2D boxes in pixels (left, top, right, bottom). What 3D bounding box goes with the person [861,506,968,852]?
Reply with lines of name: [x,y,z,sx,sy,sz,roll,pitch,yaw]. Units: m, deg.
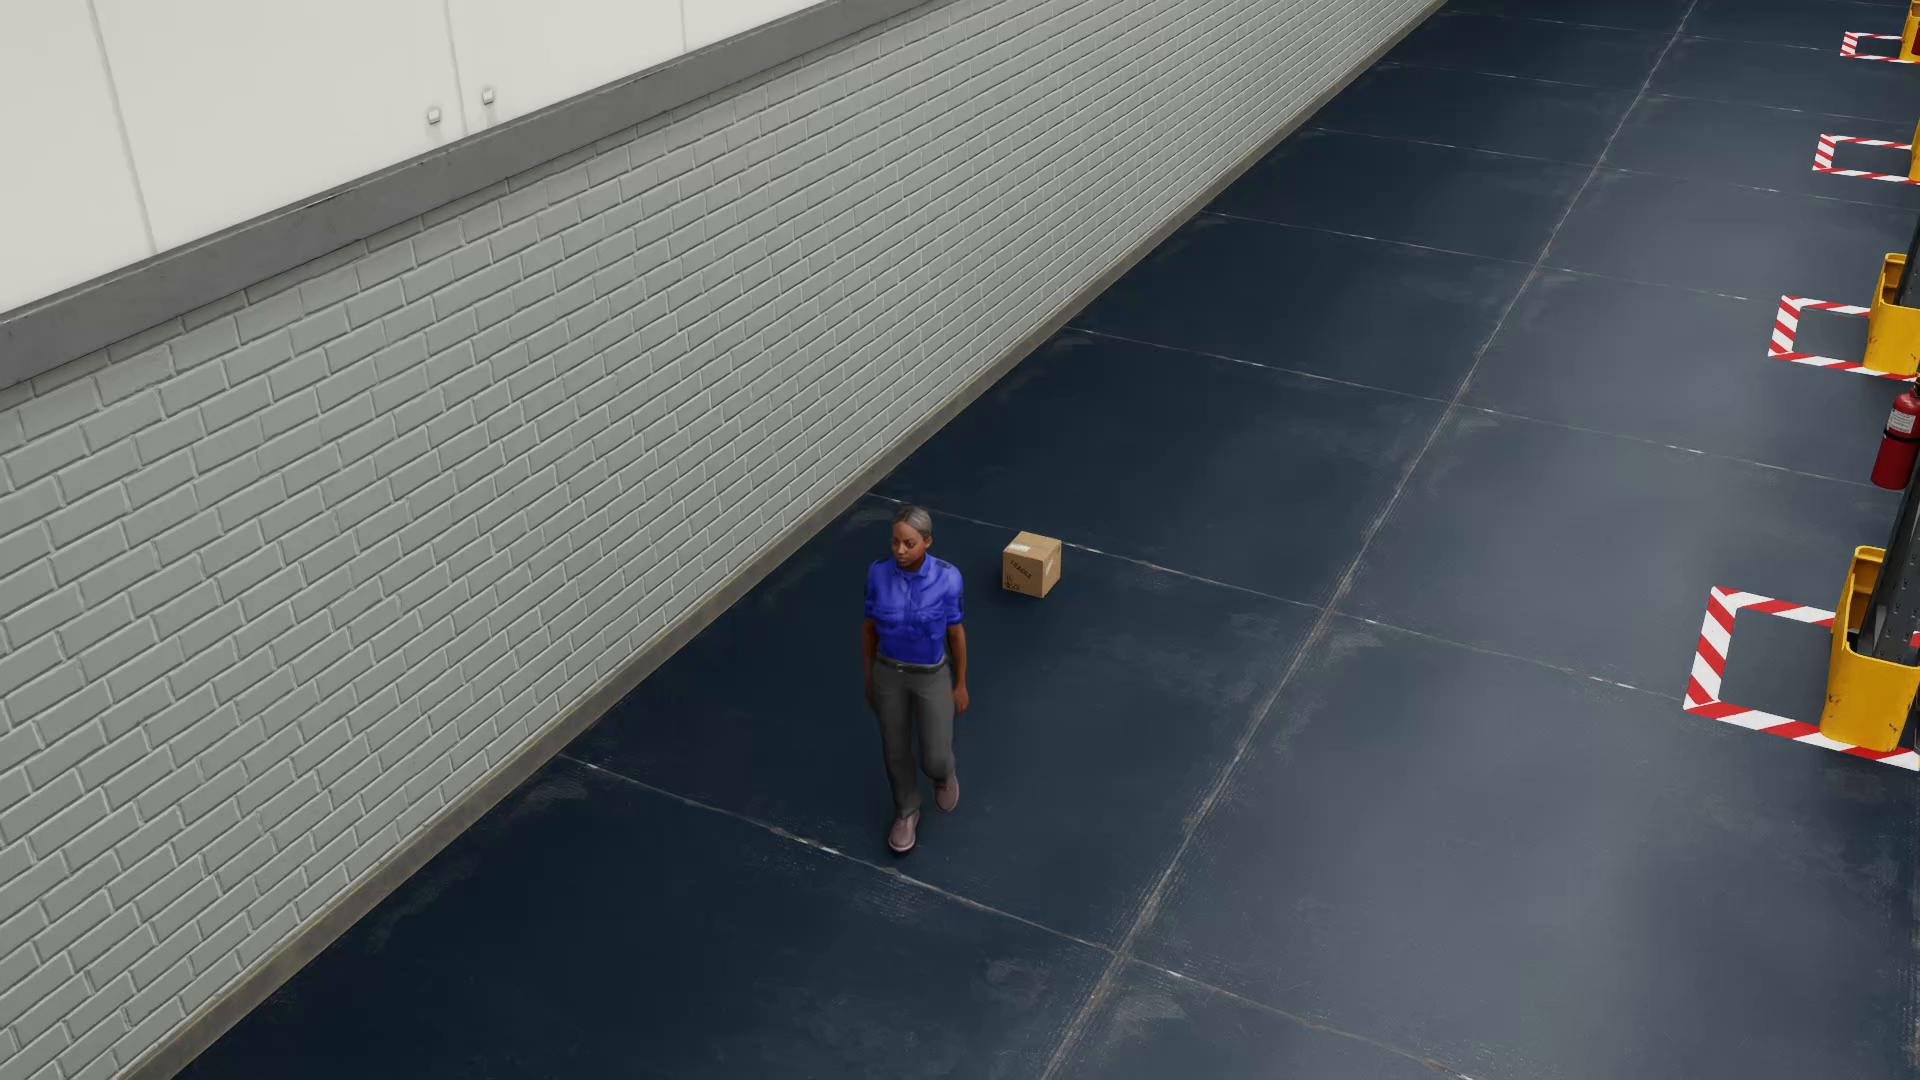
person: [-0.196,0.598,7.210,0.472,1.648,0.477,6,31,10]
